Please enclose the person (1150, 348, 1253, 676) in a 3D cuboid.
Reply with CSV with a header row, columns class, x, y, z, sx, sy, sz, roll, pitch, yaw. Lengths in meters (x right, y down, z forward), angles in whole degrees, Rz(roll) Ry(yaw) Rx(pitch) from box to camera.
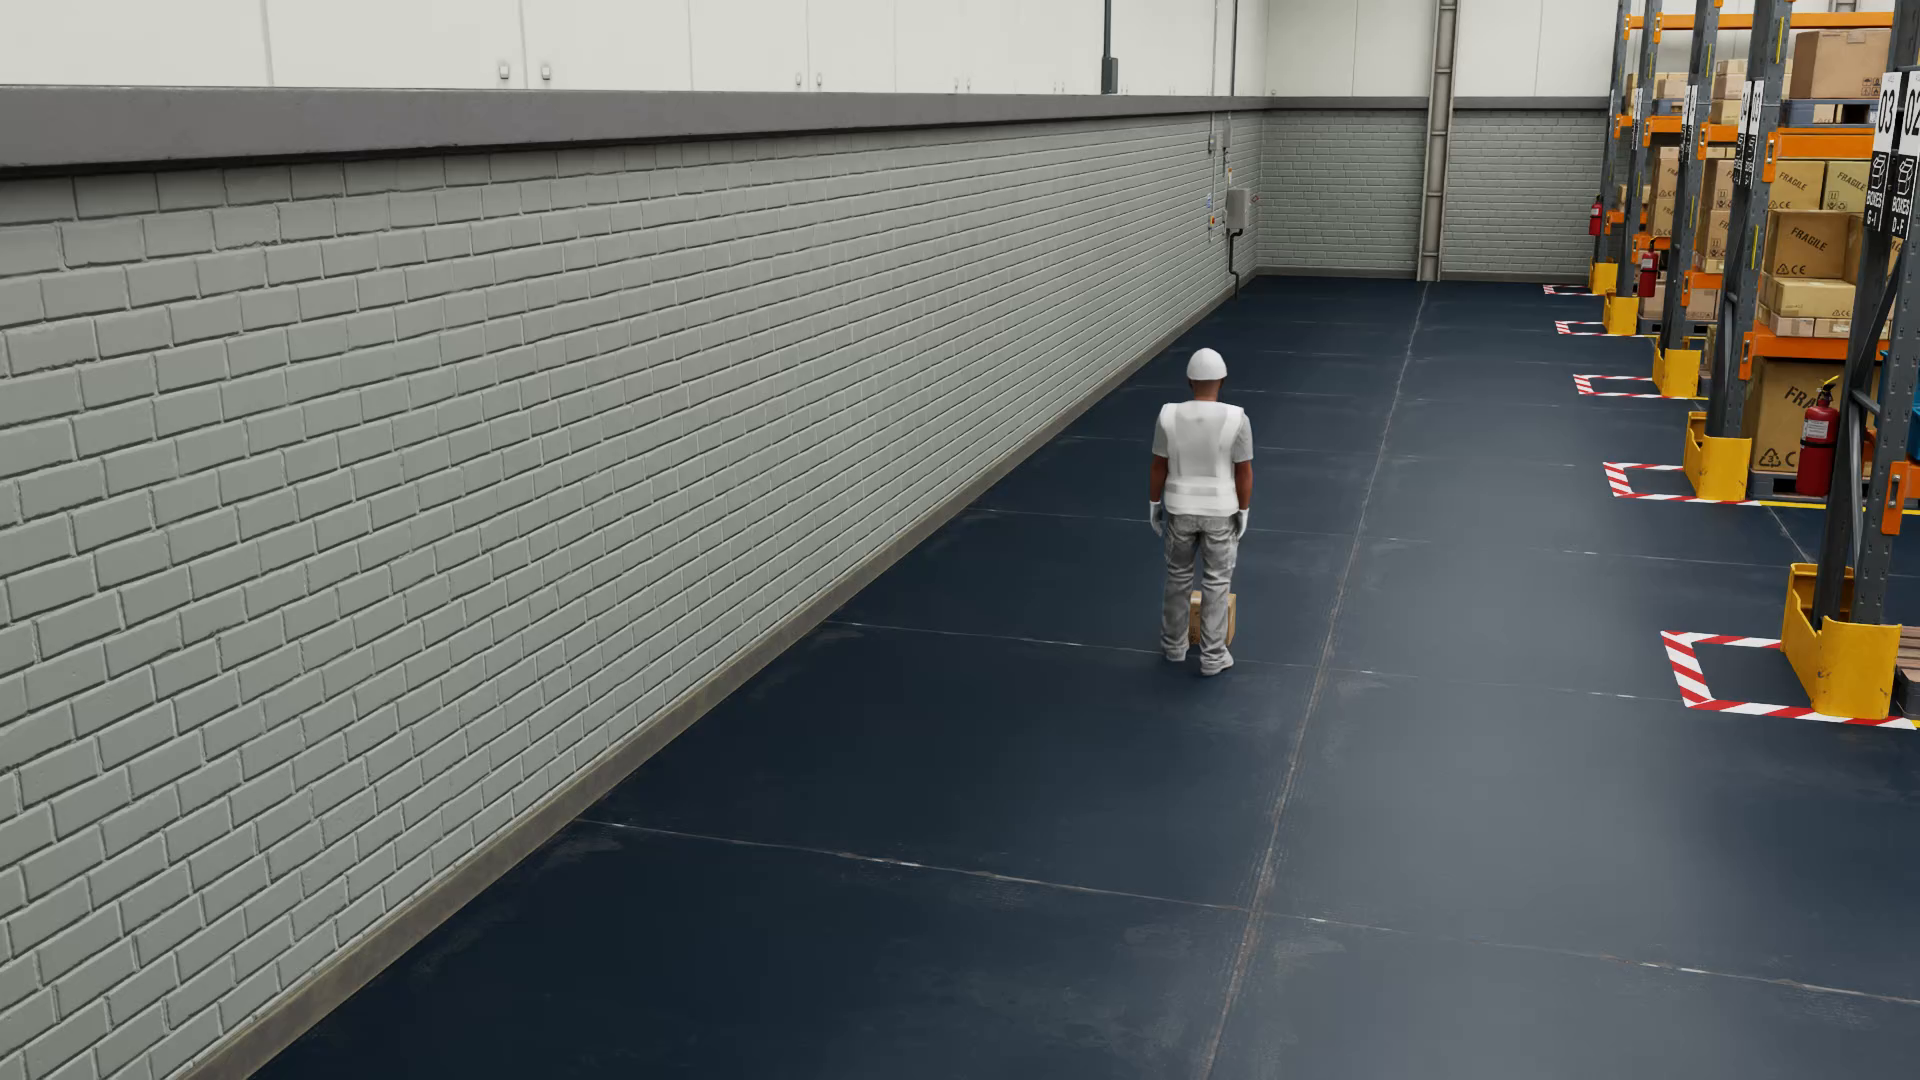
class,x,y,z,sx,sy,sz,roll,pitch,yaw
person,1.330,-0.172,9.137,0.556,1.788,0.480,5,16,17
